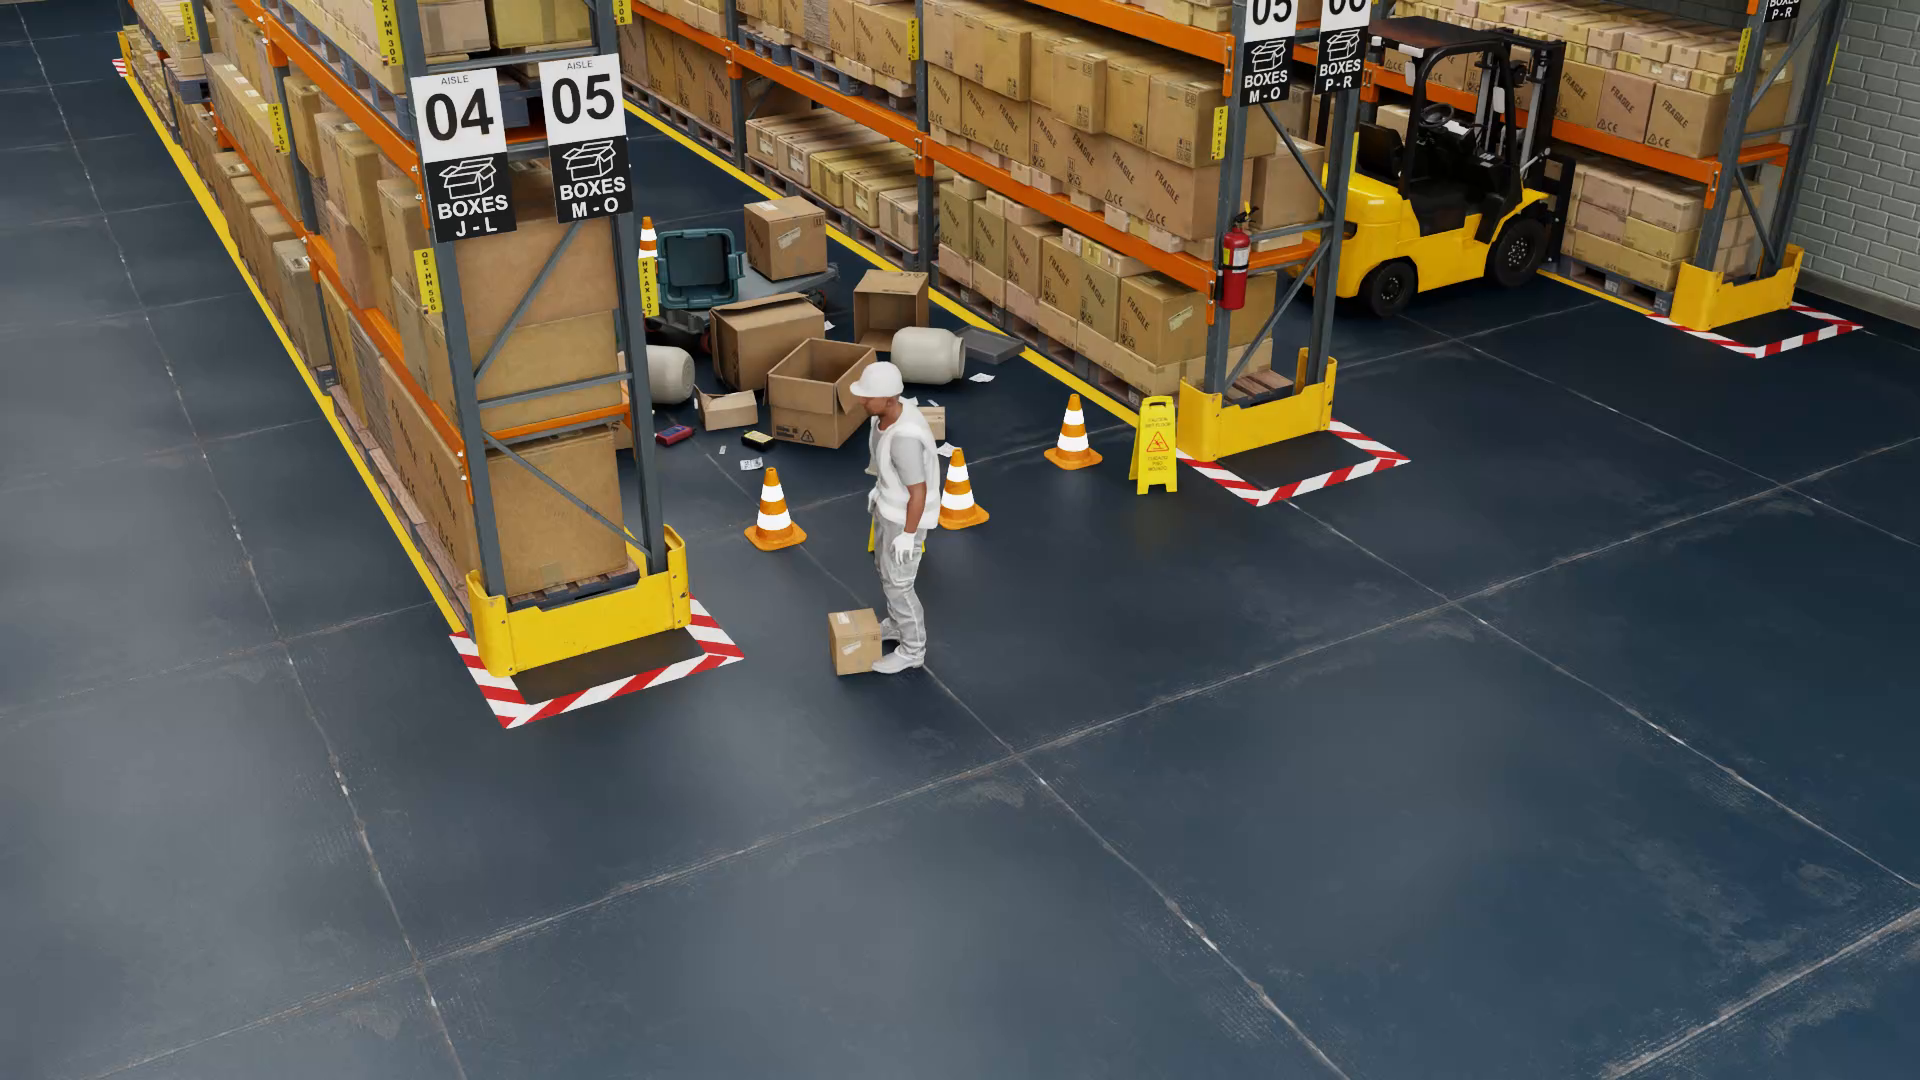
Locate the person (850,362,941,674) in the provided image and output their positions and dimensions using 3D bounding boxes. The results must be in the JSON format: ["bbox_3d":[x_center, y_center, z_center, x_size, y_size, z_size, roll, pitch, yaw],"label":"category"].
[{"bbox_3d":[-0.344,-0.135,8.802,0.451,1.773,0.623,-8,30,-14],"label":"person"}]
